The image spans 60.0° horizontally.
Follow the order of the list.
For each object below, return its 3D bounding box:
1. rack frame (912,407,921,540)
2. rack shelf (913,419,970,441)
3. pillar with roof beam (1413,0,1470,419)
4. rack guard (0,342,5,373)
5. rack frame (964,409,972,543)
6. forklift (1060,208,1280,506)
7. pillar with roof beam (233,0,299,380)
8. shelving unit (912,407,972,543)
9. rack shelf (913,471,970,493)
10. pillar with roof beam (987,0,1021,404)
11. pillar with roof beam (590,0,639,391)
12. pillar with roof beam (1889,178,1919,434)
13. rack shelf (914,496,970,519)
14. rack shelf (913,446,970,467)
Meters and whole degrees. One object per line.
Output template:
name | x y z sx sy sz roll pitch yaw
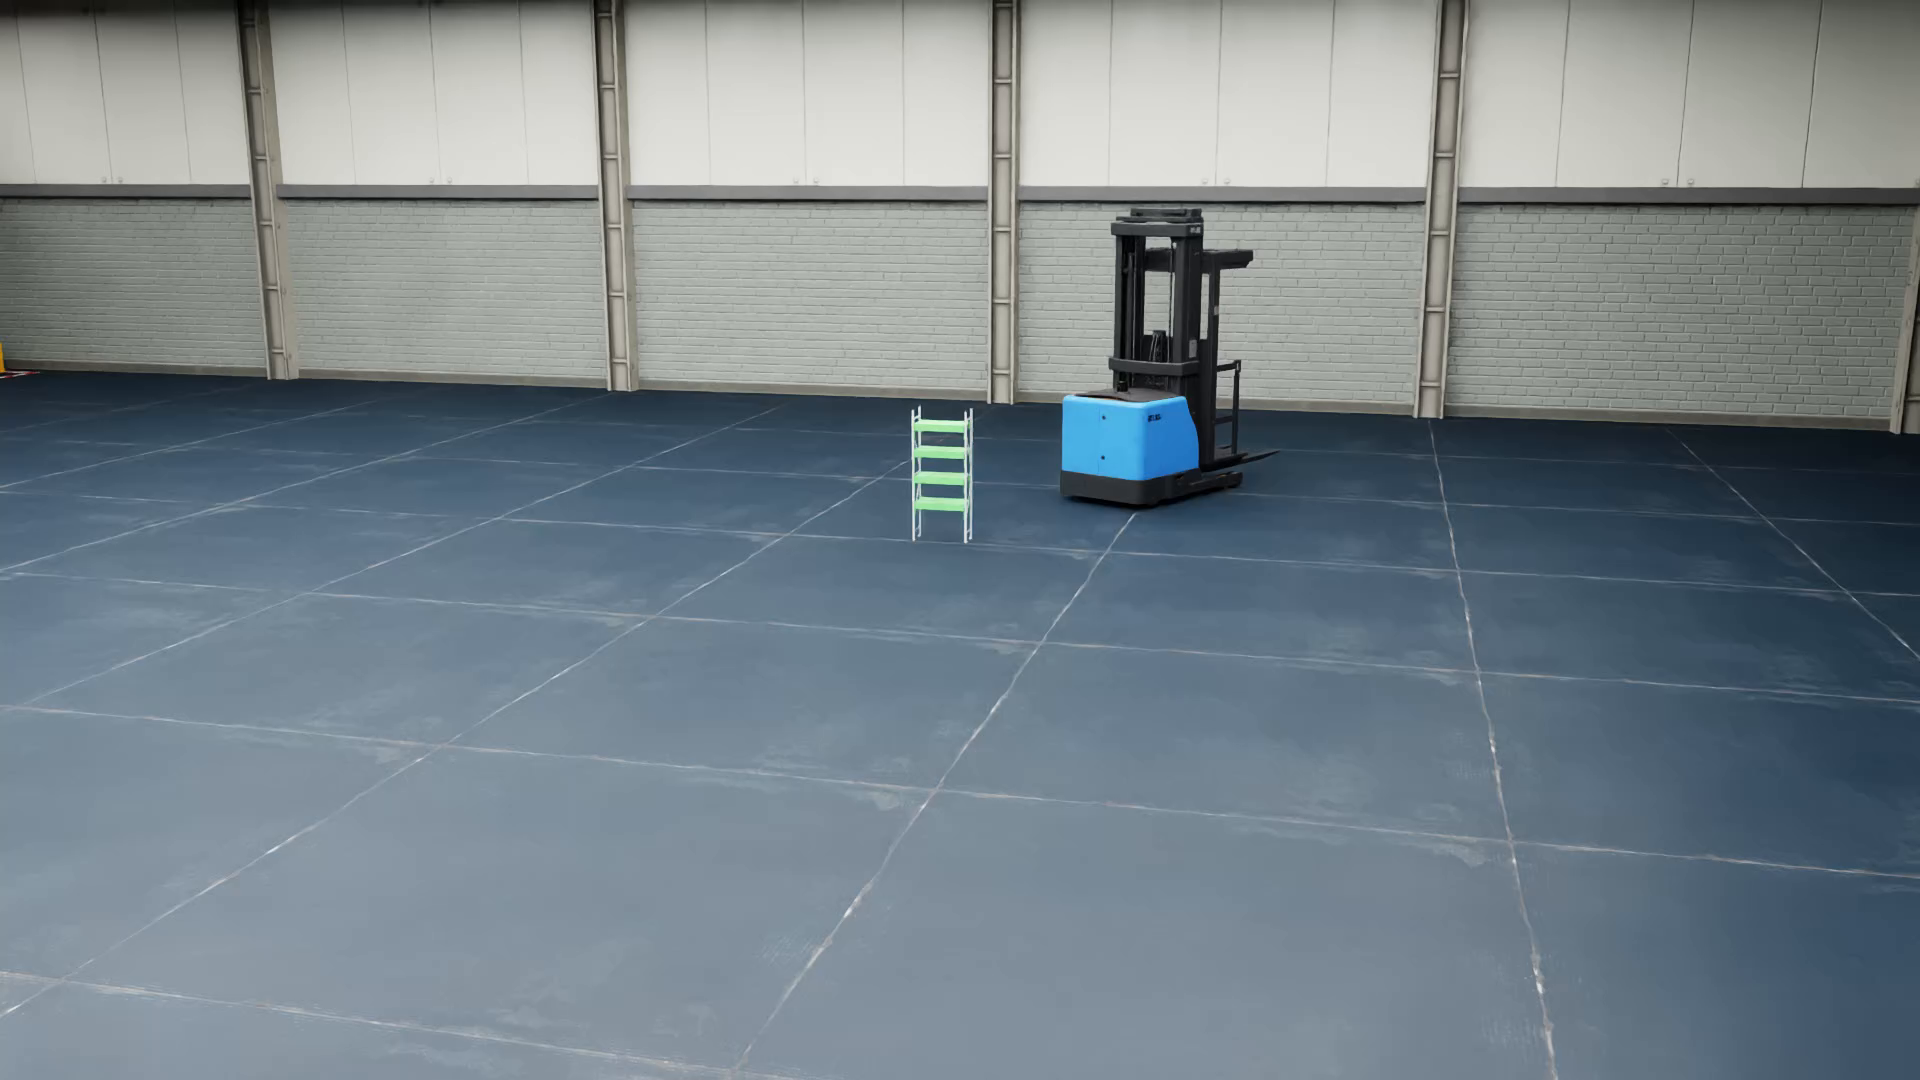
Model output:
rack frame | -0.398 -0.607 15.216 0.015 1.200 0.240 3 13 14
rack shelf | -0.161 -1.001 15.069 0.480 0.148 0.258 3 13 14
pillar with roof beam | 5.417 -5.187 17.855 0.400 9.000 9.100 3 13 14
rack guard | -16.369 -2.962 27.447 0.348 0.500 1.175 3 13 14
rack frame | 0.076 -0.582 15.102 0.015 1.200 0.240 3 13 14
forklift | 2.376 -2.026 17.613 1.130 2.935 3.031 11 16 40
pillar with roof beam | -12.058 -6.122 22.066 0.400 9.000 9.100 3 13 14
shelving unit | -0.161 -0.594 15.159 0.503 1.200 0.258 3 13 14
rack shelf | -0.161 -0.532 15.173 0.480 0.148 0.258 3 13 14
pillar with roof beam | -0.408 -5.499 19.259 0.400 9.000 9.100 3 13 14
pillar with roof beam | -6.233 -5.810 20.662 0.400 9.000 9.100 3 13 14
pillar with roof beam | 11.243 -4.876 16.452 0.400 9.000 9.100 3 13 14
rack shelf | -0.161 -0.298 15.225 0.480 0.148 0.258 3 13 14
rack shelf | -0.161 -0.766 15.121 0.480 0.148 0.258 3 13 14
